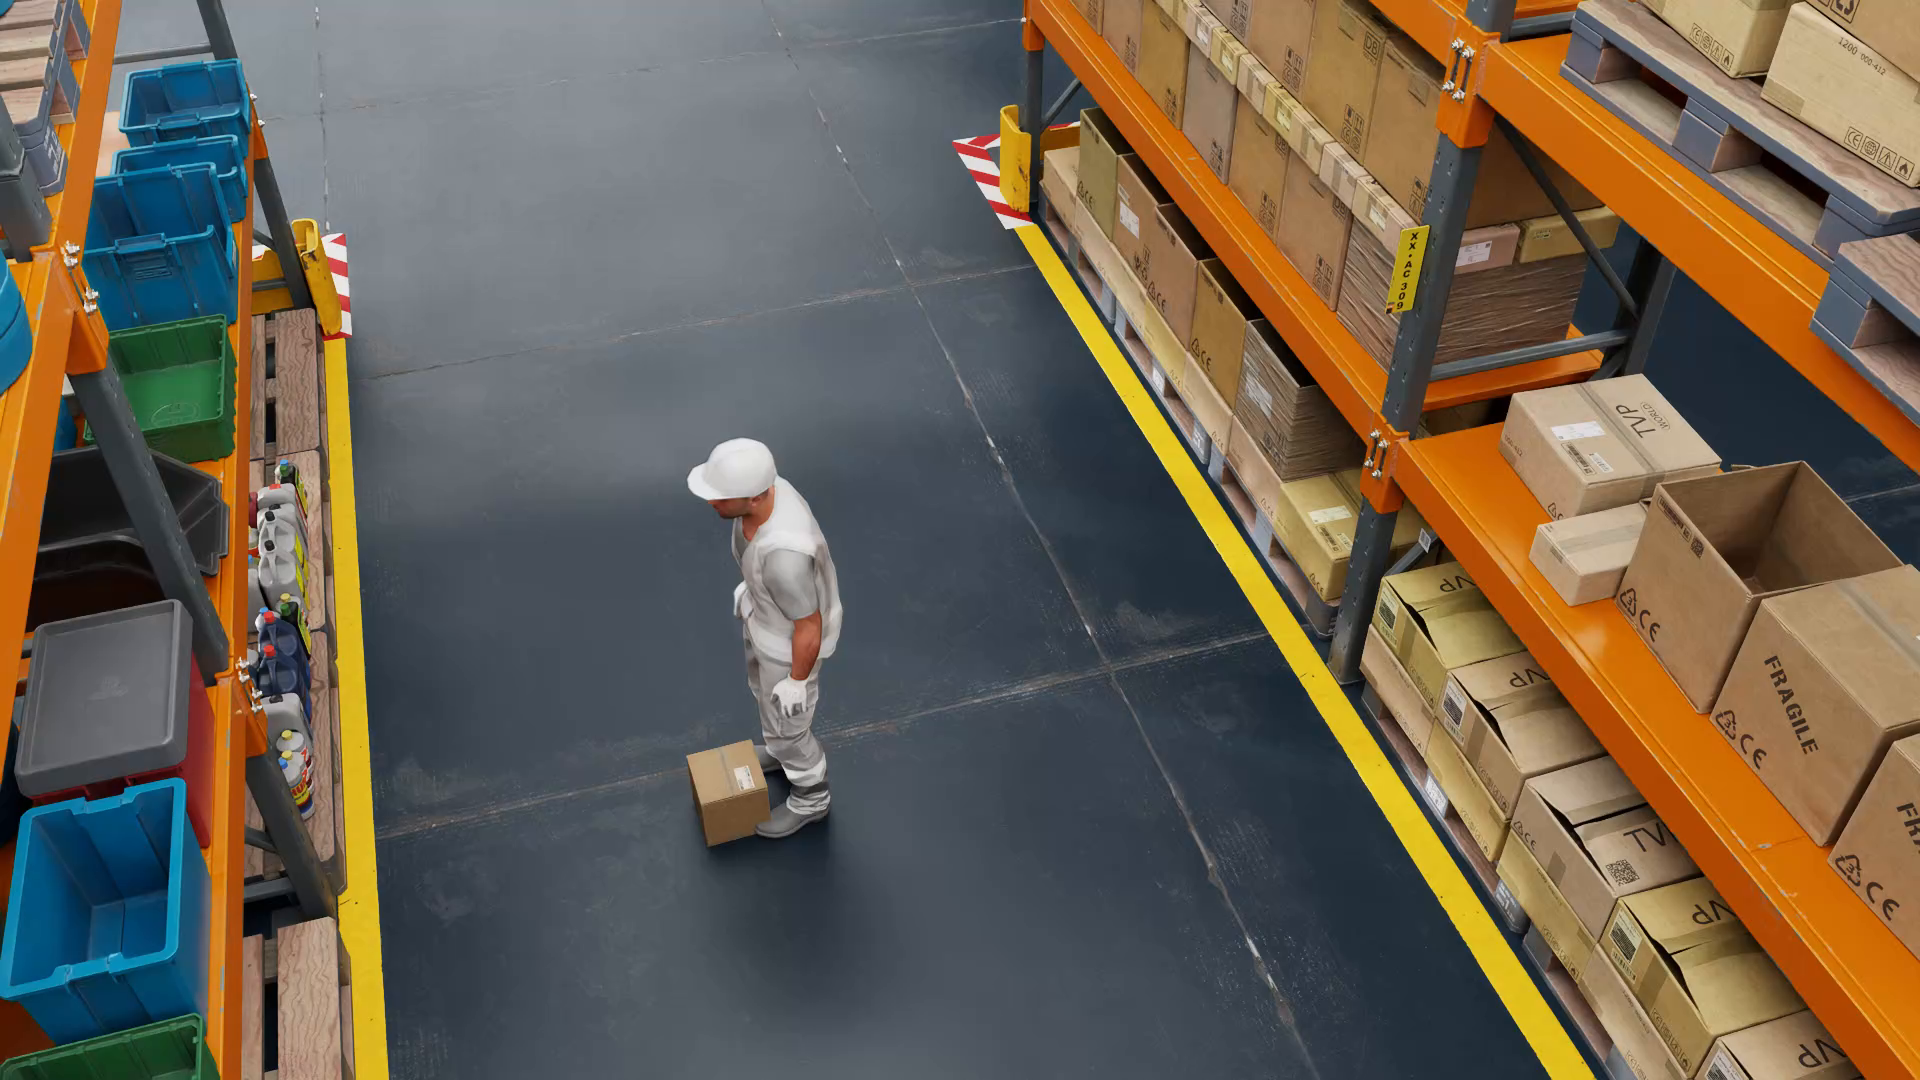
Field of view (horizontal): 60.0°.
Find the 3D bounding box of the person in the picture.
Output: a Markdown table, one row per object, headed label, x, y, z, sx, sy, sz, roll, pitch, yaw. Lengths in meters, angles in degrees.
| label | x | y | z | sx | sy | sz | roll | pitch | yaw |
| --- | --- | --- | --- | --- | --- | --- | --- | --- | --- |
| person | -0.646 | 0.334 | 5.777 | 0.451 | 1.778 | 0.582 | -14 | 44 | -15 |
